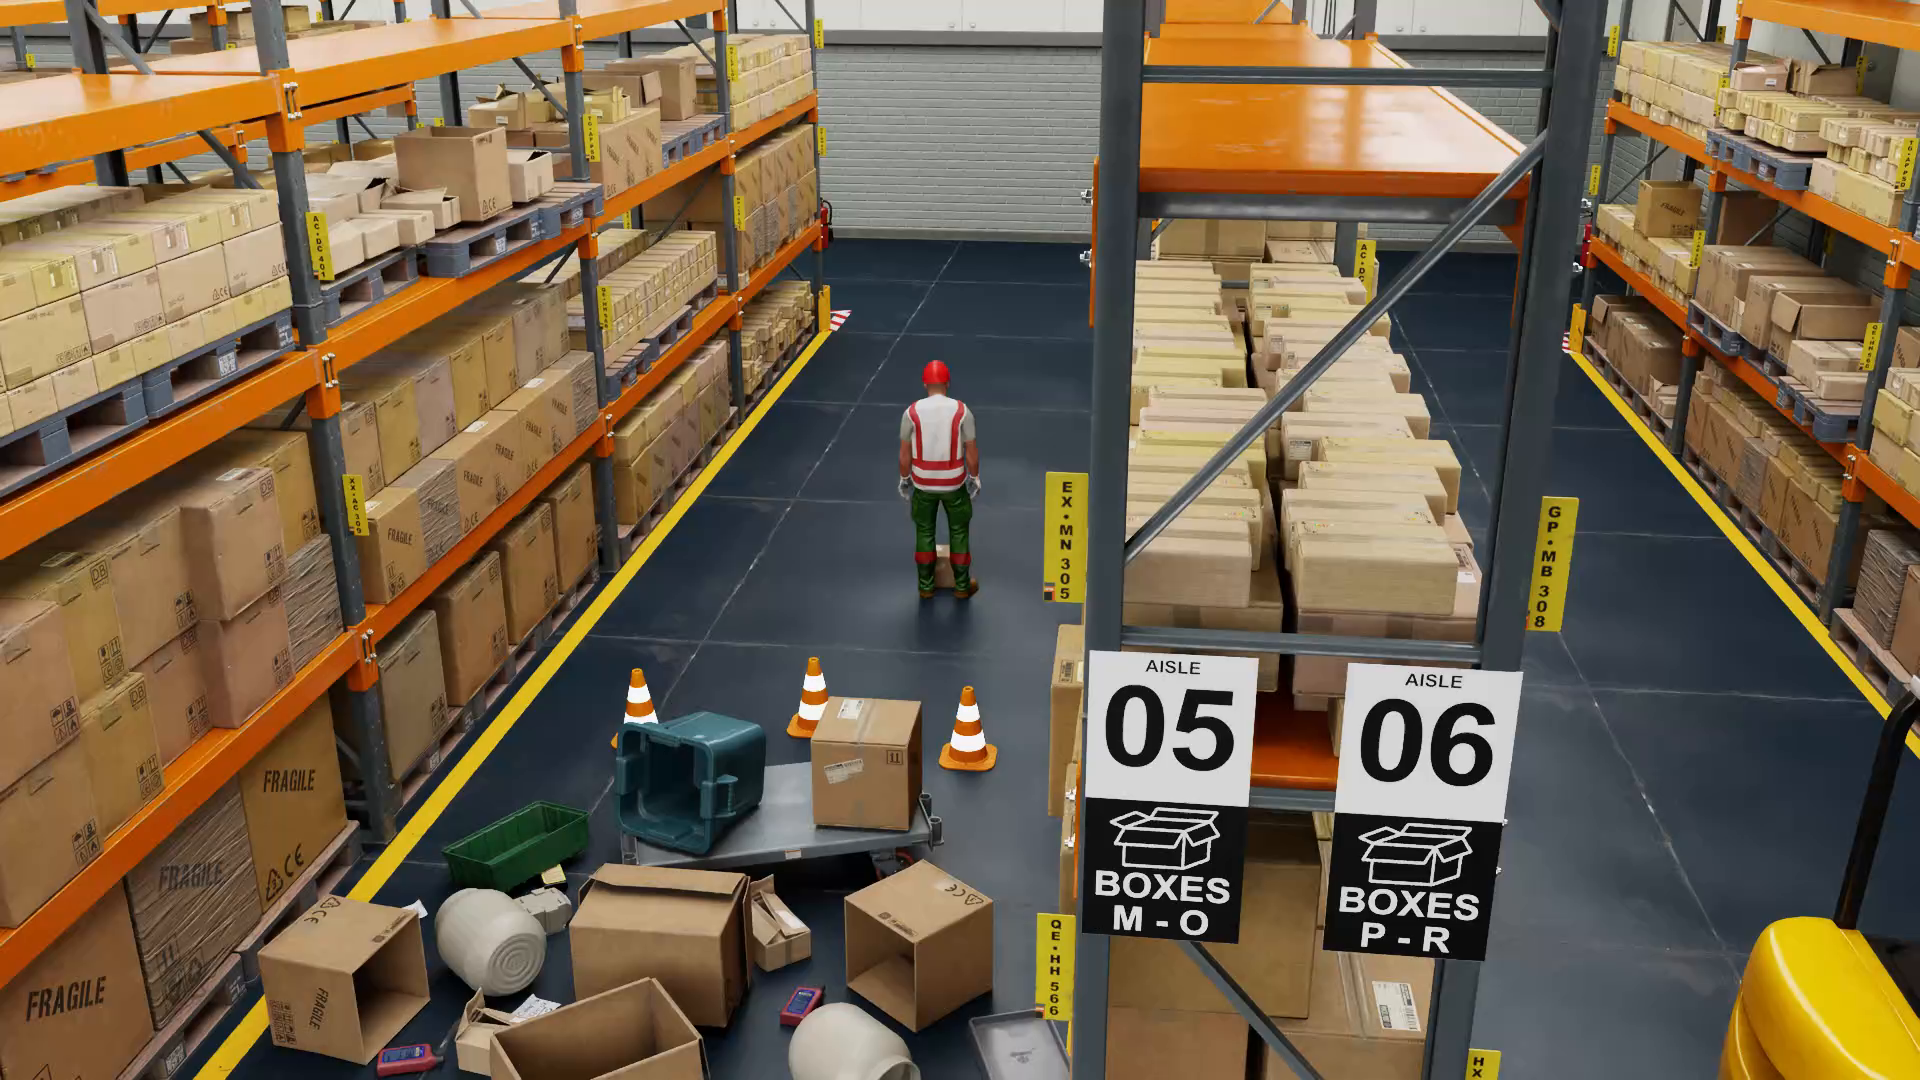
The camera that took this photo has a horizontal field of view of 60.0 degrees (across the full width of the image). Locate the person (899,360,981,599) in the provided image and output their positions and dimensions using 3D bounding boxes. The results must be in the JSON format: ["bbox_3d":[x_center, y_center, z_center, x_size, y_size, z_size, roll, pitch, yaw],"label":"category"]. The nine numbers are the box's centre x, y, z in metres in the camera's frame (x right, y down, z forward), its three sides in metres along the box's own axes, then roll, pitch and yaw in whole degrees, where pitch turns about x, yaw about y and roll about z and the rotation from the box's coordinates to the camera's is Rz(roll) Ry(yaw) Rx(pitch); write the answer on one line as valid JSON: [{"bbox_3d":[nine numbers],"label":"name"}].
[{"bbox_3d":[-0.147,-0.432,12.195,0.610,1.774,0.452,1,21,4],"label":"person"}]
